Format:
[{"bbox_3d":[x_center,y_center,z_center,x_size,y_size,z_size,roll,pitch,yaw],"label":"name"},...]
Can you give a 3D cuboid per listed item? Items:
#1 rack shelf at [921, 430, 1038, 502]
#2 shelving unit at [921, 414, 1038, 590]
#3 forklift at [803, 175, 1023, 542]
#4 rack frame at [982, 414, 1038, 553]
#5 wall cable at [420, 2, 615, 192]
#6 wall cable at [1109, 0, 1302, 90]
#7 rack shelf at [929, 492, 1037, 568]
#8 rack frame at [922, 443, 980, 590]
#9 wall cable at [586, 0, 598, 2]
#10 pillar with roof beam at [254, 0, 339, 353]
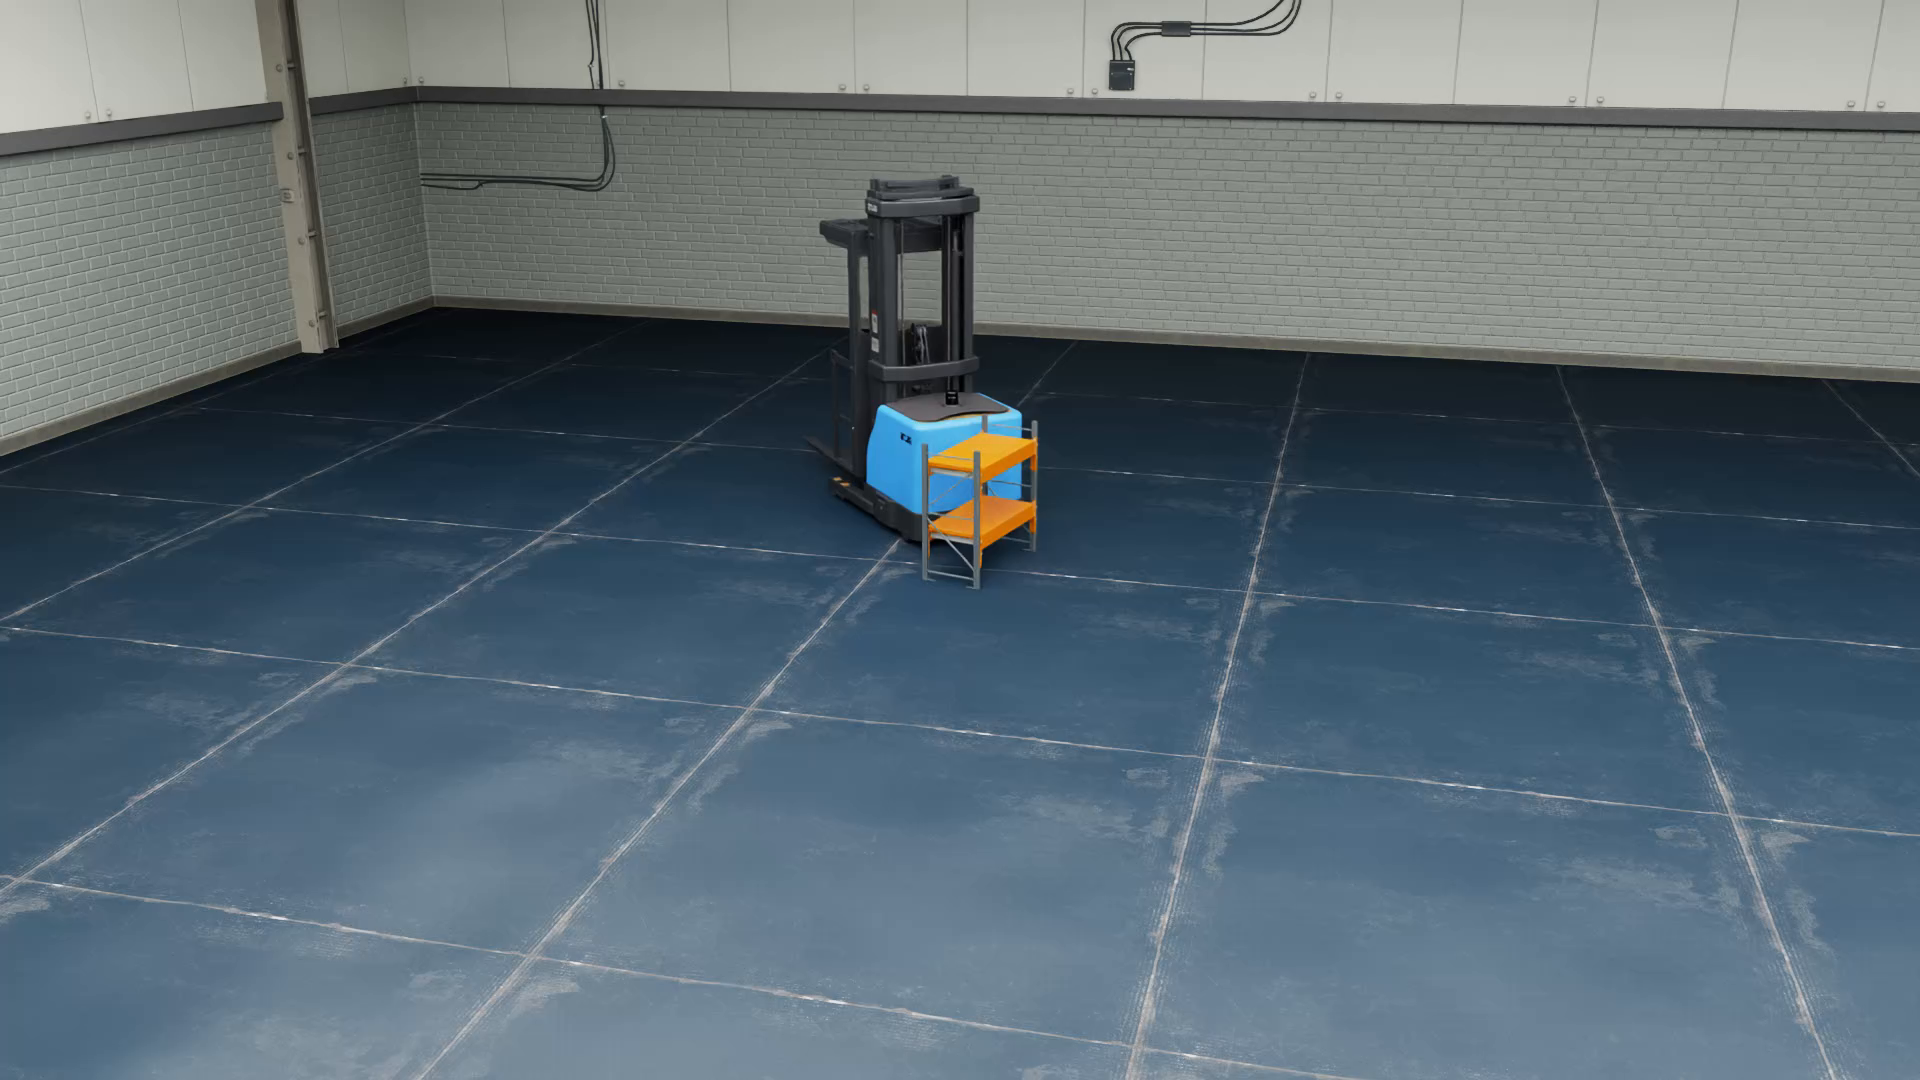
[{"bbox_3d":[0.169,-0.602,13.303,0.538,0.278,1.000,10,21,27],"label":"rack shelf"},{"bbox_3d":[0.169,-0.325,13.398,0.538,1.125,1.048,10,21,27],"label":"shelving unit"},{"bbox_3d":[-0.573,-1.805,14.938,1.130,2.935,3.031,-9,21,-25],"label":"forklift"},{"bbox_3d":[0.409,-0.470,13.822,0.500,1.125,0.032,10,21,27],"label":"rack frame"},{"bbox_3d":[-6.220,-6.056,22.799,3.097,2.526,0.112,5,19,13],"label":"wall cable"},{"bbox_3d":[2.982,-8.380,19.537,2.305,6.003,0.169,5,19,13],"label":"wall cable"},{"bbox_3d":[0.169,-0.093,13.477,0.538,0.278,1.000,10,21,27],"label":"rack shelf"},{"bbox_3d":[-0.071,-0.180,12.974,0.500,1.125,0.032,10,21,27],"label":"rack frame"},{"bbox_3d":[-3.597,-8.232,21.357,3.097,2.526,0.112,5,19,13],"label":"wall cable"},{"bbox_3d":[-4.048,-6.366,18.904,9.100,9.000,0.400,5,19,13],"label":"pillar with roof beam"}]
